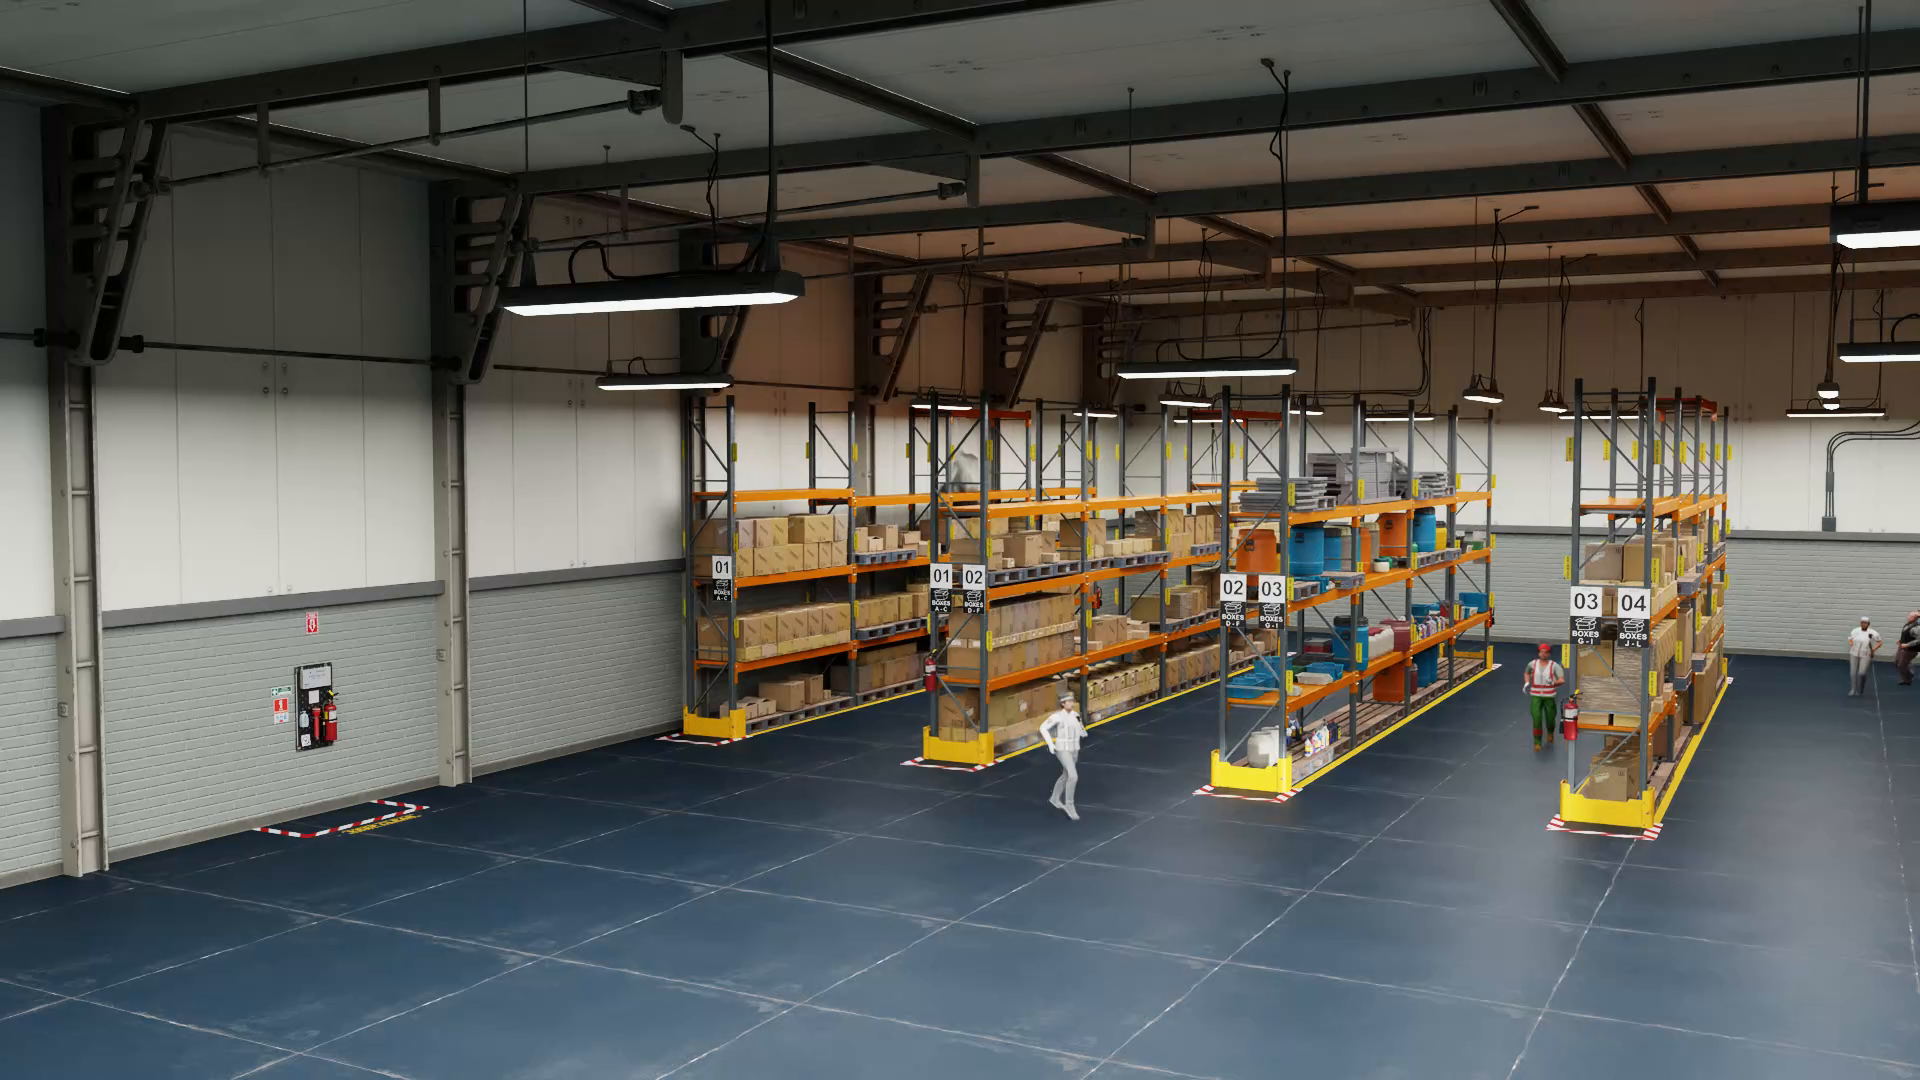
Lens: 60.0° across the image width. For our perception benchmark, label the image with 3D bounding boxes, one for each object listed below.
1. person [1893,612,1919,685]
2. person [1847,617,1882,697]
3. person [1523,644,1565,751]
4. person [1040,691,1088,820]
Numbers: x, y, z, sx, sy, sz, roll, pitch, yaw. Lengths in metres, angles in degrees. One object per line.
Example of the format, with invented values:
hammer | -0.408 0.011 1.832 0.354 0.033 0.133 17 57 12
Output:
person | 20.311 2.319 35.538 0.647 1.619 0.761 -1 3 -16
person | 18.482 2.403 34.051 0.610 1.660 0.641 3 4 43
person | 9.802 2.628 27.939 0.665 1.768 0.981 1 3 25
person | 1.477 2.953 22.917 0.578 1.748 0.733 -3 4 -43
